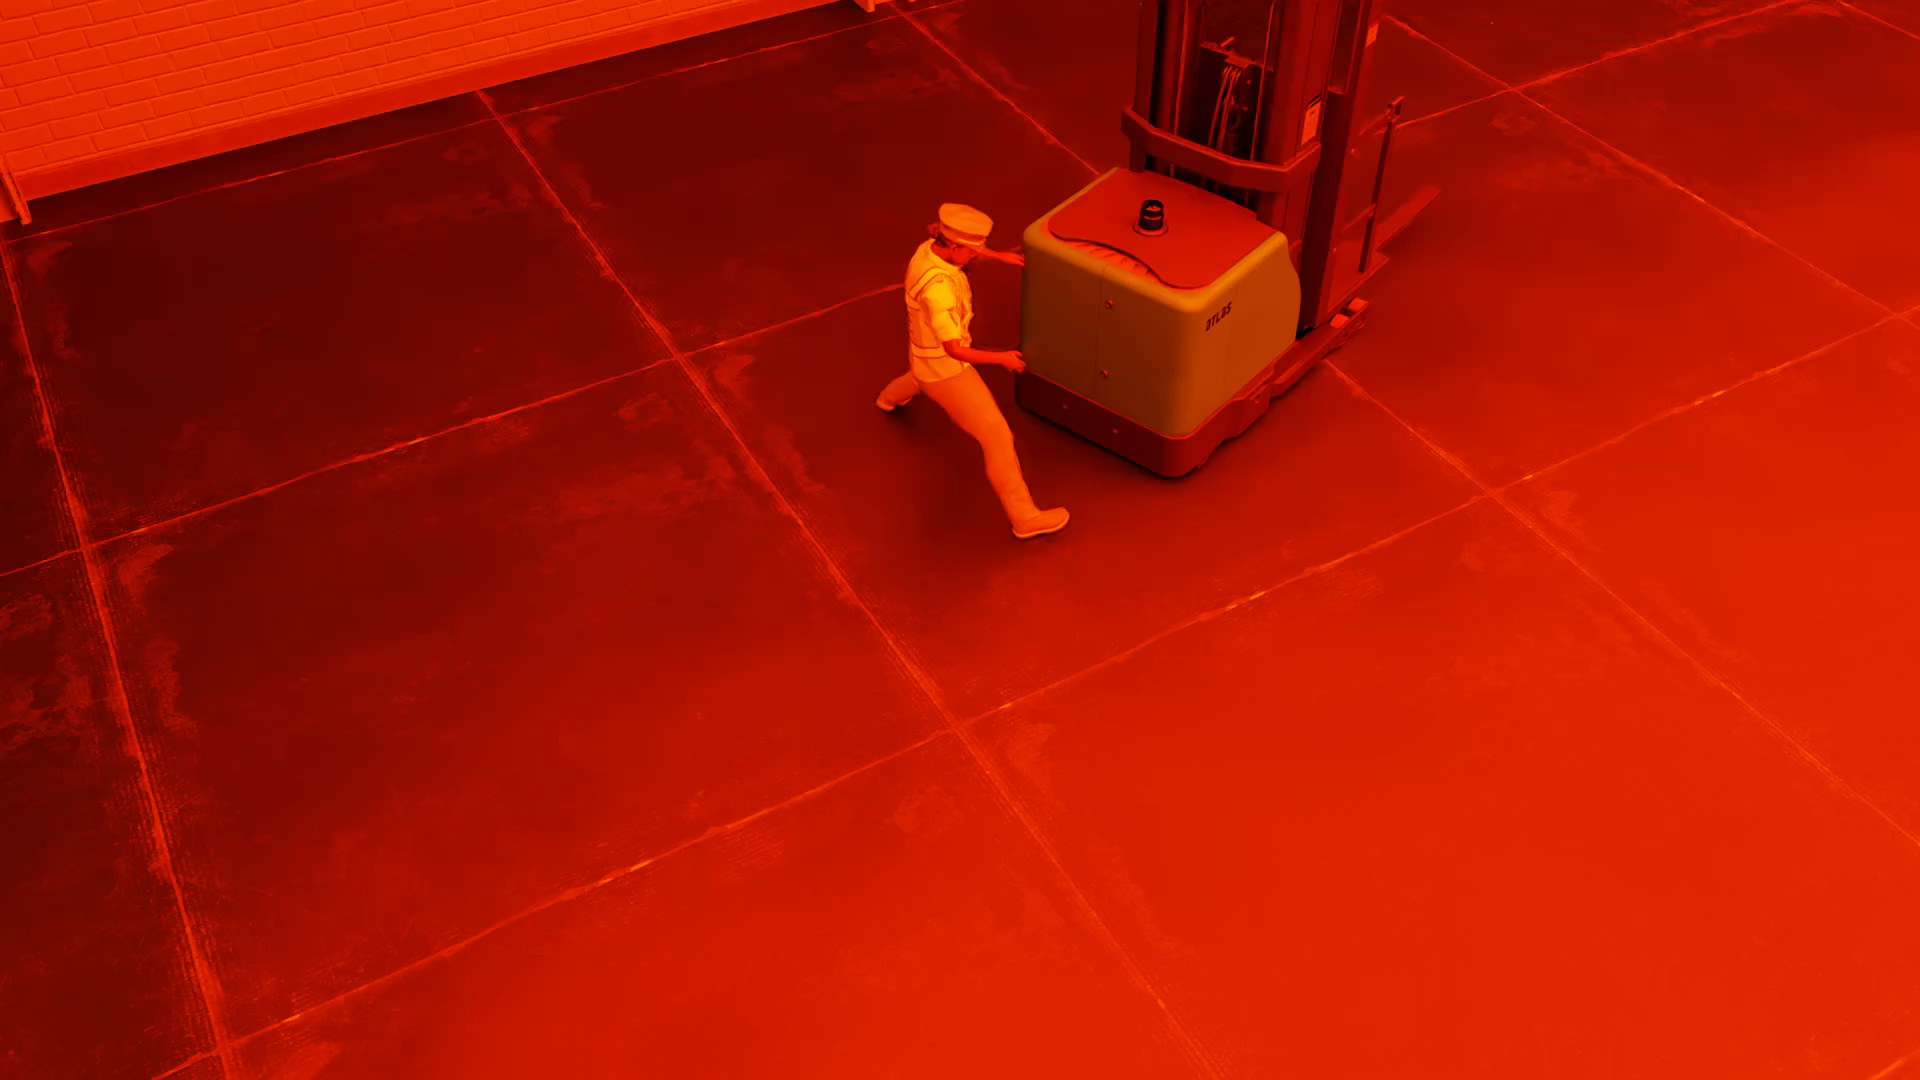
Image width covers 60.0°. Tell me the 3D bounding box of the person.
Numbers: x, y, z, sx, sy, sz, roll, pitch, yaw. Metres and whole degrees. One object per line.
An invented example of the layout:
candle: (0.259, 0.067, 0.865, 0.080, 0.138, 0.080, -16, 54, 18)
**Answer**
person: (0.050, -0.924, 7.773, 0.881, 1.474, 1.201, -3, 43, -3)

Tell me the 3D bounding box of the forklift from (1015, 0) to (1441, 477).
forklift: (1.602, -2.320, 8.200, 1.130, 2.935, 3.031, 29, 50, 28)
